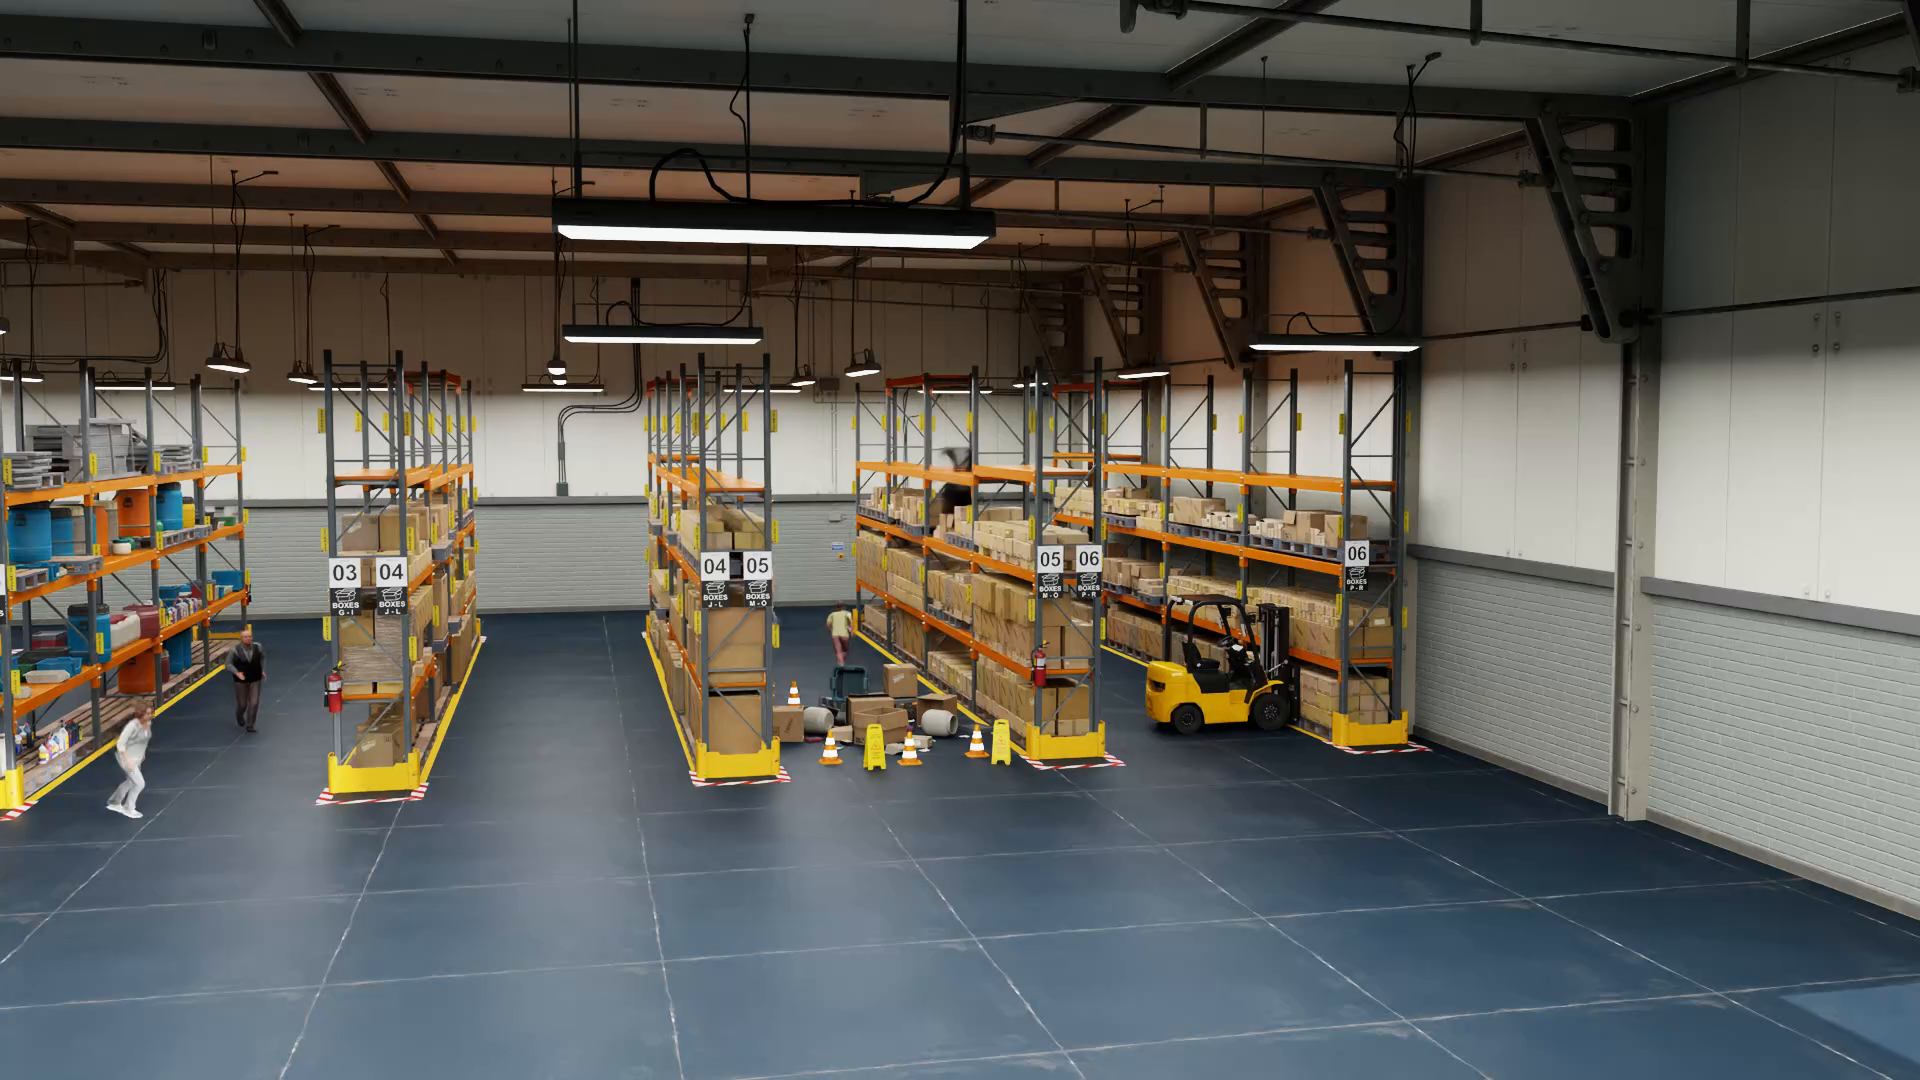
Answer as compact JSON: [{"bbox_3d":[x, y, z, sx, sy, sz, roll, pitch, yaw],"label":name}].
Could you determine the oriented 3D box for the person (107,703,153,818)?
[{"bbox_3d":[-10.560,2.792,21.120,0.740,1.484,0.576,0,4,2],"label":"person"}]

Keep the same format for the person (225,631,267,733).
[{"bbox_3d":[-11.635,2.294,27.101,0.654,1.673,0.757,-2,5,-32],"label":"person"}]

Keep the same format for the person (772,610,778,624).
[{"bbox_3d":[-4.959,1.294,40.946,0.984,1.750,0.666,-1,4,-17],"label":"person"}]

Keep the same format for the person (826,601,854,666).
[{"bbox_3d":[-2.382,2.072,32.813,0.565,1.297,1.064,0,4,0],"label":"person"}]
